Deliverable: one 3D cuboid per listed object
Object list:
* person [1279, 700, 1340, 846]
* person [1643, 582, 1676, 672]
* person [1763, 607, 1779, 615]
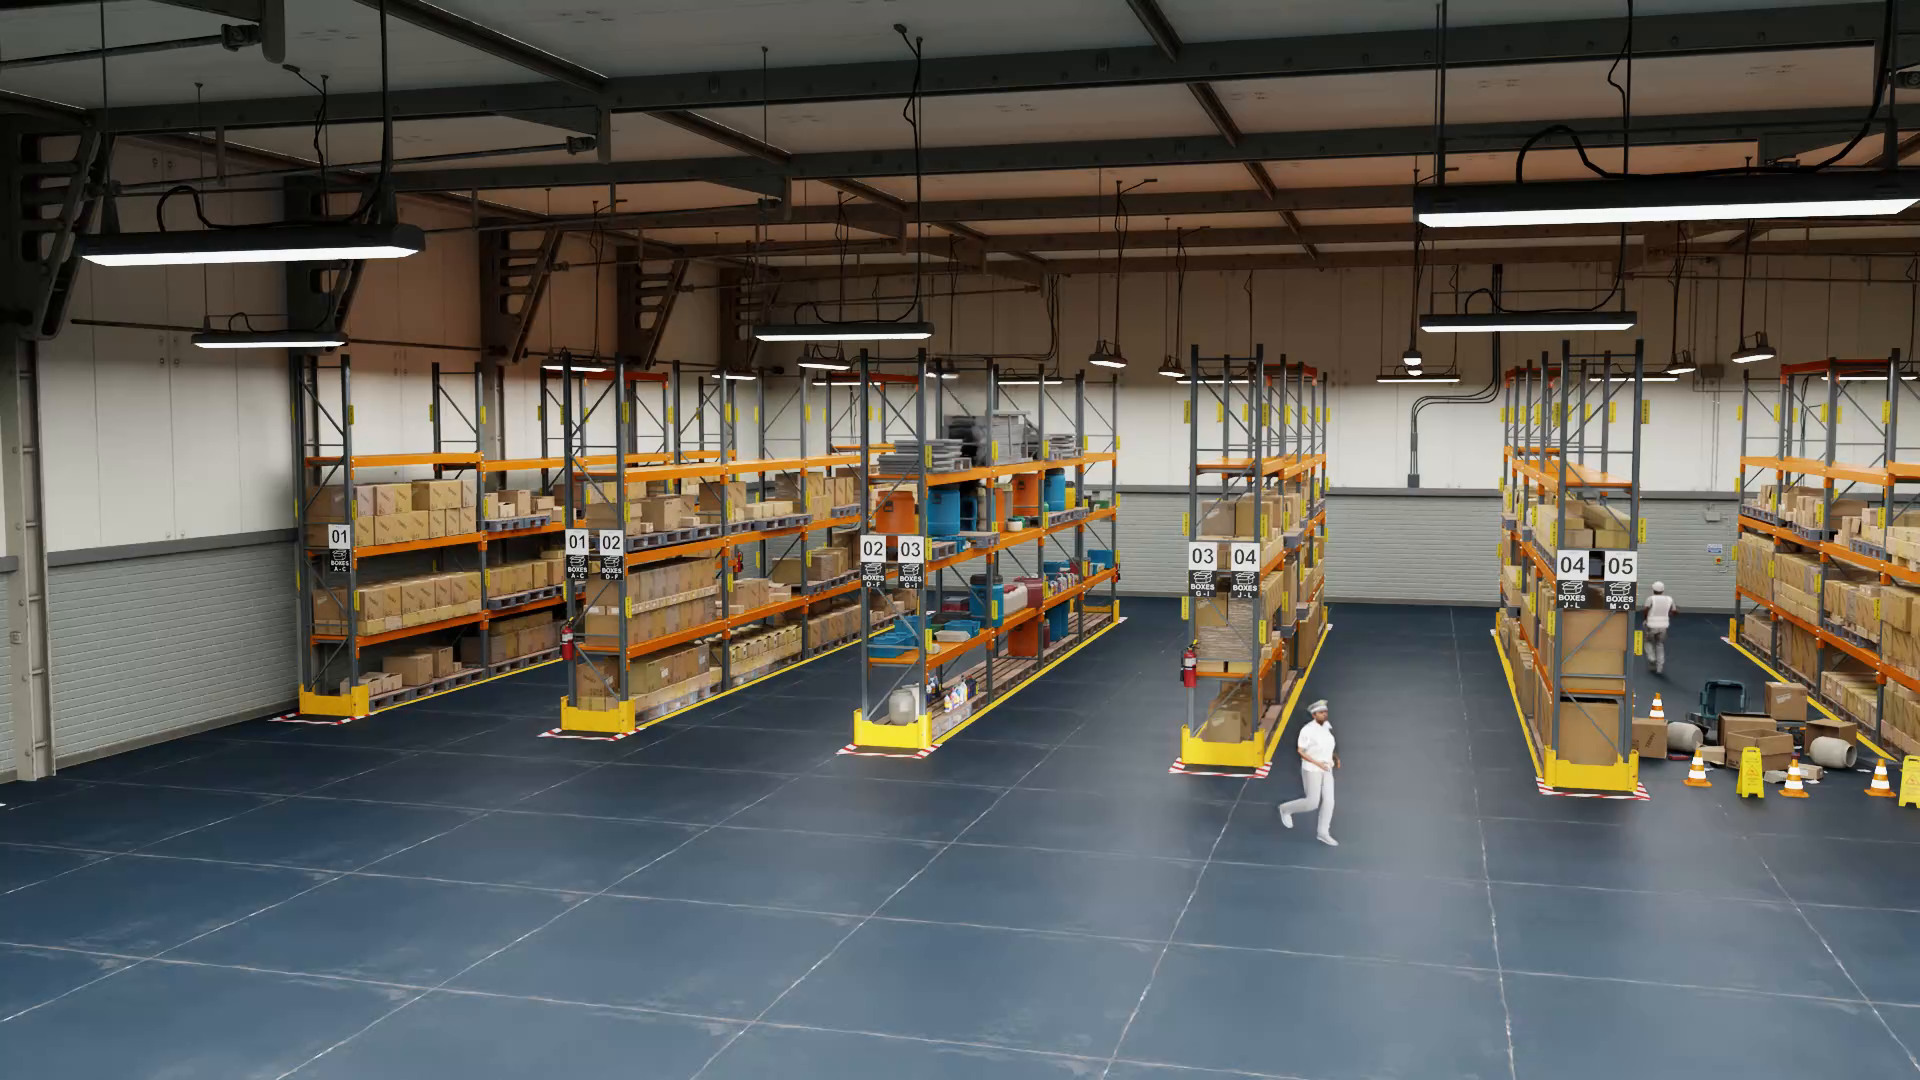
[{"bbox_3d":[4.188,2.708,19.634,0.586,1.697,0.749,-3,5,-35],"label":"person"},{"bbox_3d":[13.610,1.685,32.492,0.681,1.754,0.631,0,4,6],"label":"person"},{"bbox_3d":[18.337,1.359,37.495,0.626,1.683,0.842,-4,6,-40],"label":"person"}]
